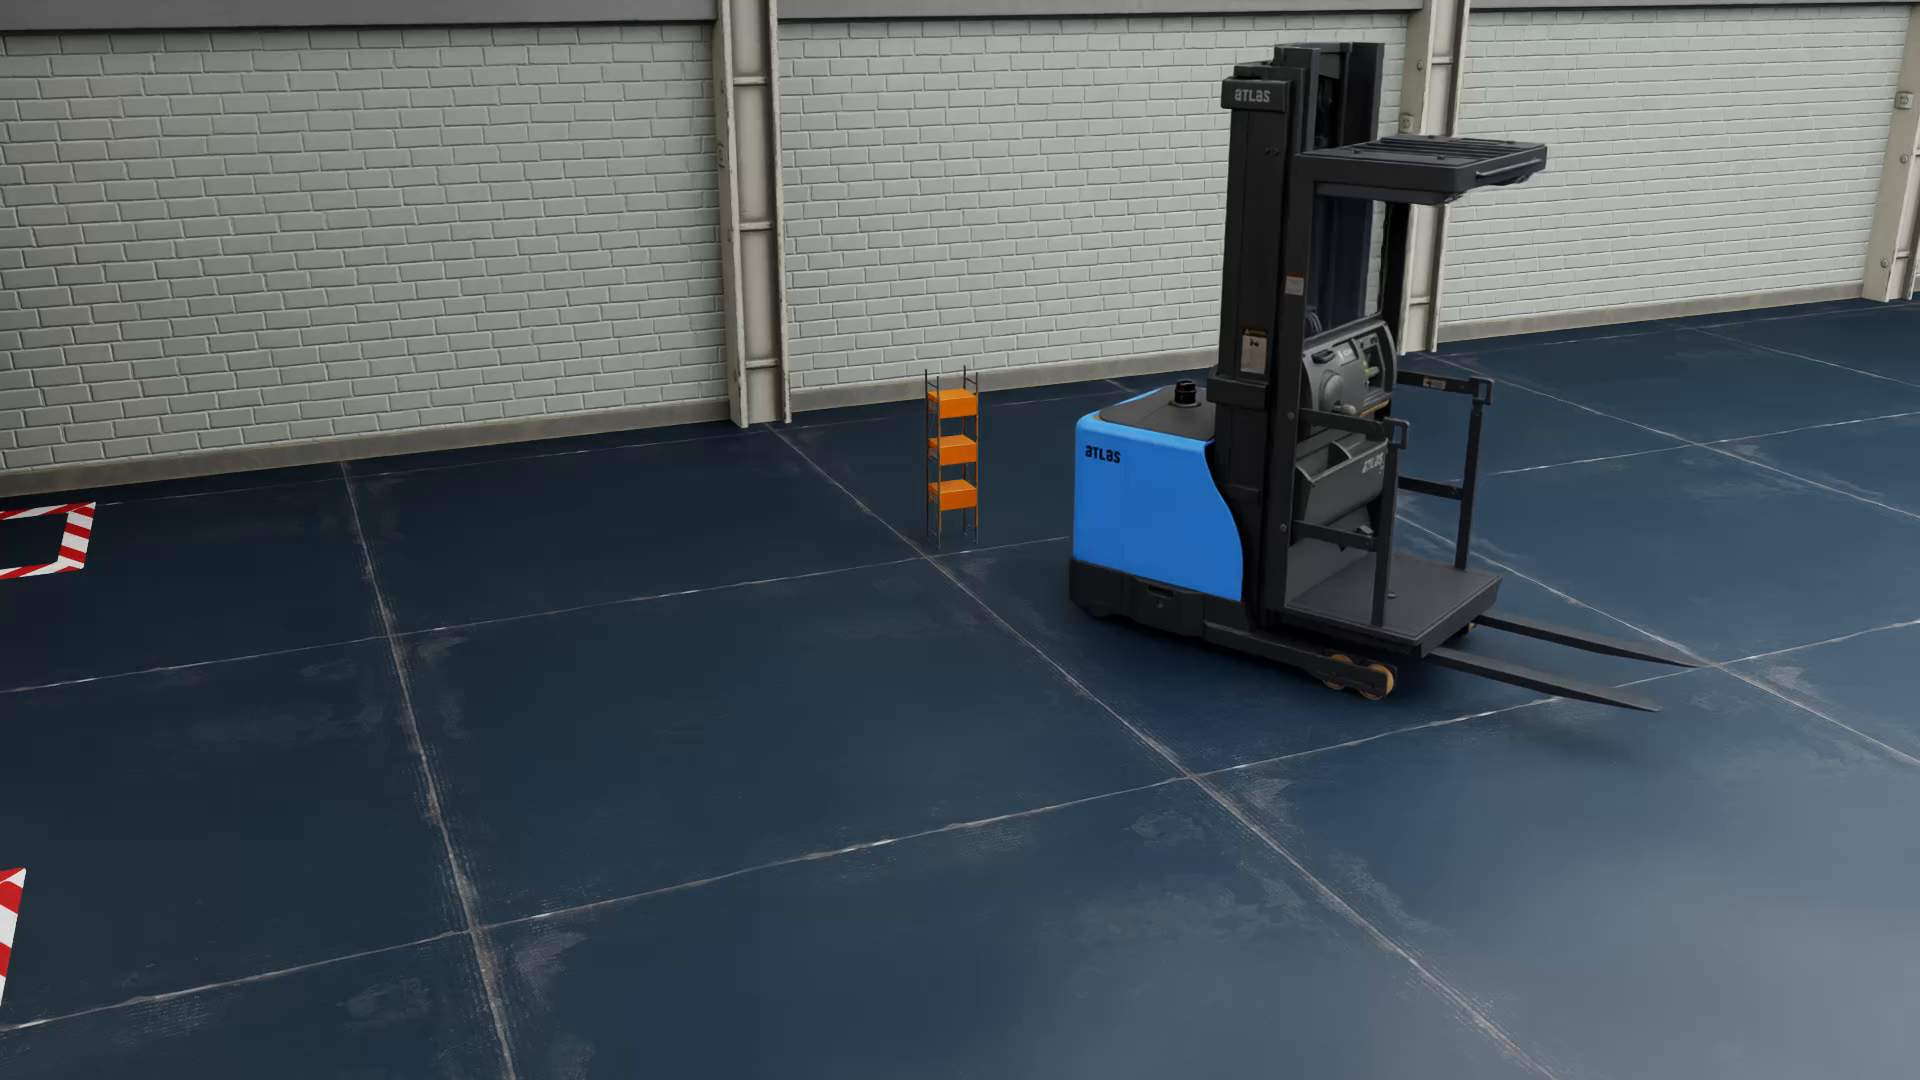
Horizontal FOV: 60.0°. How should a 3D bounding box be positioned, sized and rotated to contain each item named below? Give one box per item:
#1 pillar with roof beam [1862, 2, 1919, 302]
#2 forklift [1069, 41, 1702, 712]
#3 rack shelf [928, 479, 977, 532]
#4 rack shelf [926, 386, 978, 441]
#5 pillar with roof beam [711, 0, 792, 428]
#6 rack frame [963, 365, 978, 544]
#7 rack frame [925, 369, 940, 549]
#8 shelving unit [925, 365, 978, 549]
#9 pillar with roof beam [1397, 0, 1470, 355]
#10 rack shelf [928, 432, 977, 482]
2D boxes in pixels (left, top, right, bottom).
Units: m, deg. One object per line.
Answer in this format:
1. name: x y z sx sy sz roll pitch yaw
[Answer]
1. pillar with roof beam: 11.212 -5.419 11.863 0.400 9.000 9.100 -8 21 -22
2. forklift: 2.056 -0.824 7.950 3.031 2.935 1.130 15 24 36
3. rack shelf: -0.049 -0.216 9.923 0.240 0.259 0.215 -8 21 -22
4. rack shelf: -0.049 -0.746 9.737 0.240 0.259 0.215 -8 21 -22
5. pillar with roof beam: 0.193 -3.840 7.380 0.400 9.000 9.100 -8 21 -22
6. rack frame: 0.063 -0.504 9.873 0.008 1.050 0.200 -8 21 -22
7. rack frame: -0.161 -0.472 9.782 0.008 1.050 0.200 -8 21 -22
8. shelving unit: -0.049 -0.488 9.828 0.252 1.050 0.215 -8 21 -22
9. pillar with roof beam: 5.702 -4.630 9.621 0.400 9.000 9.100 -8 21 -22
10. rack shelf: -0.049 -0.478 9.831 0.240 0.259 0.215 -8 21 -22
